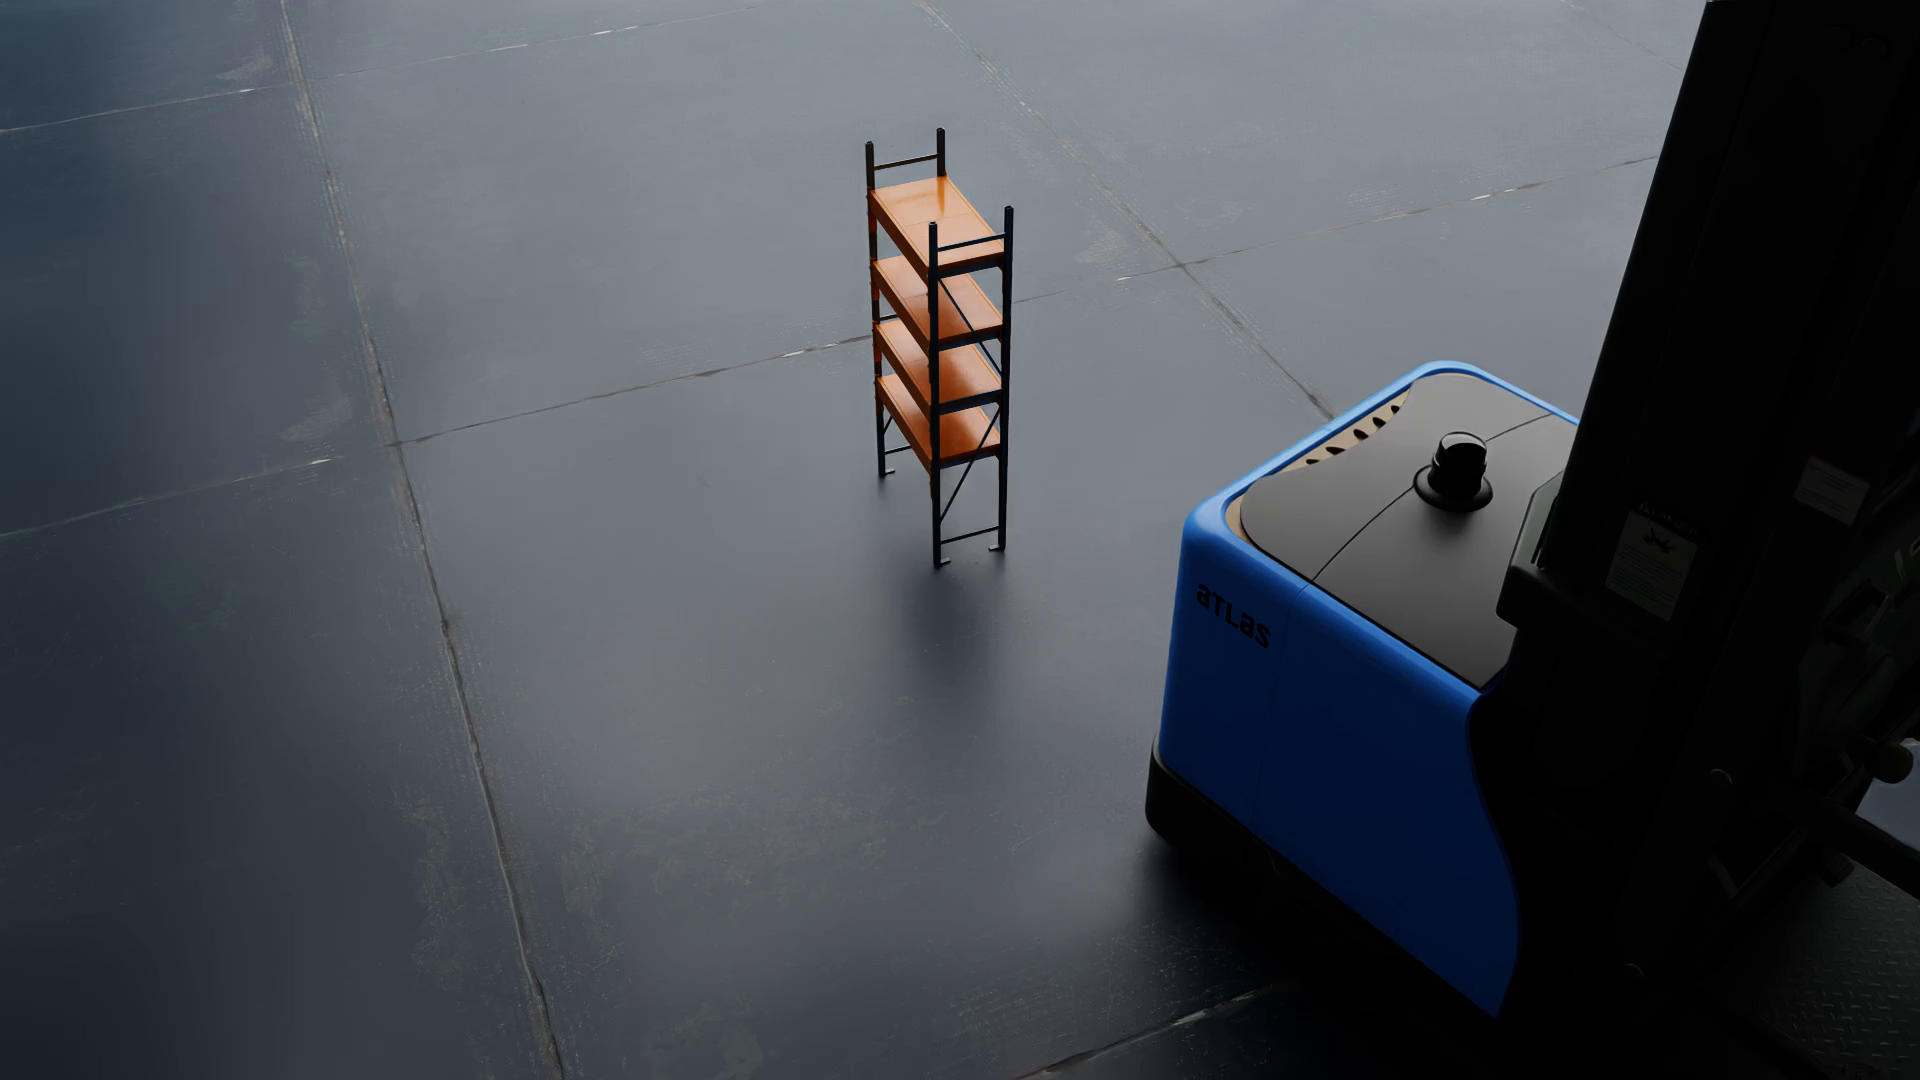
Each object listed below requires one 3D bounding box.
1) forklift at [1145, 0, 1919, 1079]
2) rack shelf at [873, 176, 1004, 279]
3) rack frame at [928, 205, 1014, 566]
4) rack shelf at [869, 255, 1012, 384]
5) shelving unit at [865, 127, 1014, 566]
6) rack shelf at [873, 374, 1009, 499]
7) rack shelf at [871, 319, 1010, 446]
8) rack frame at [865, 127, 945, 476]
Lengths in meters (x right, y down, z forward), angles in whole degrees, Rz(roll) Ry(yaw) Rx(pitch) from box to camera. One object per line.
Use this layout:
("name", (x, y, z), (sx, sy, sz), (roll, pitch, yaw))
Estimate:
("forklift", (1.472, -0.086, 3.151), (1.129, 2.867, 1.939), (-30, 49, -30))
("rack shelf", (-0.063, -0.882, 4.693), (0.221, 0.050, 0.457), (-15, 43, -17))
("rack frame", (0.030, -0.408, 4.804), (0.240, 1.200, 0.015), (-15, 43, -17))
("rack shelf", (-0.063, -0.673, 4.873), (0.258, 0.148, 0.480), (-15, 43, -17))
("shelving unit", (-5.186, -9.193, 14.446), (0.597, 1.949, 28.100), (-15, 43, -17))
("rack shelf", (-0.063, -0.353, 5.148), (0.258, 0.148, 0.480), (-15, 43, -17))
("rack shelf", (-5.189, -9.370, 14.300), (0.597, 1.490, 28.088), (-15, 43, -17))
("rack frame", (-0.157, -0.702, 5.146), (0.240, 1.200, 0.015), (-15, 43, -17))
